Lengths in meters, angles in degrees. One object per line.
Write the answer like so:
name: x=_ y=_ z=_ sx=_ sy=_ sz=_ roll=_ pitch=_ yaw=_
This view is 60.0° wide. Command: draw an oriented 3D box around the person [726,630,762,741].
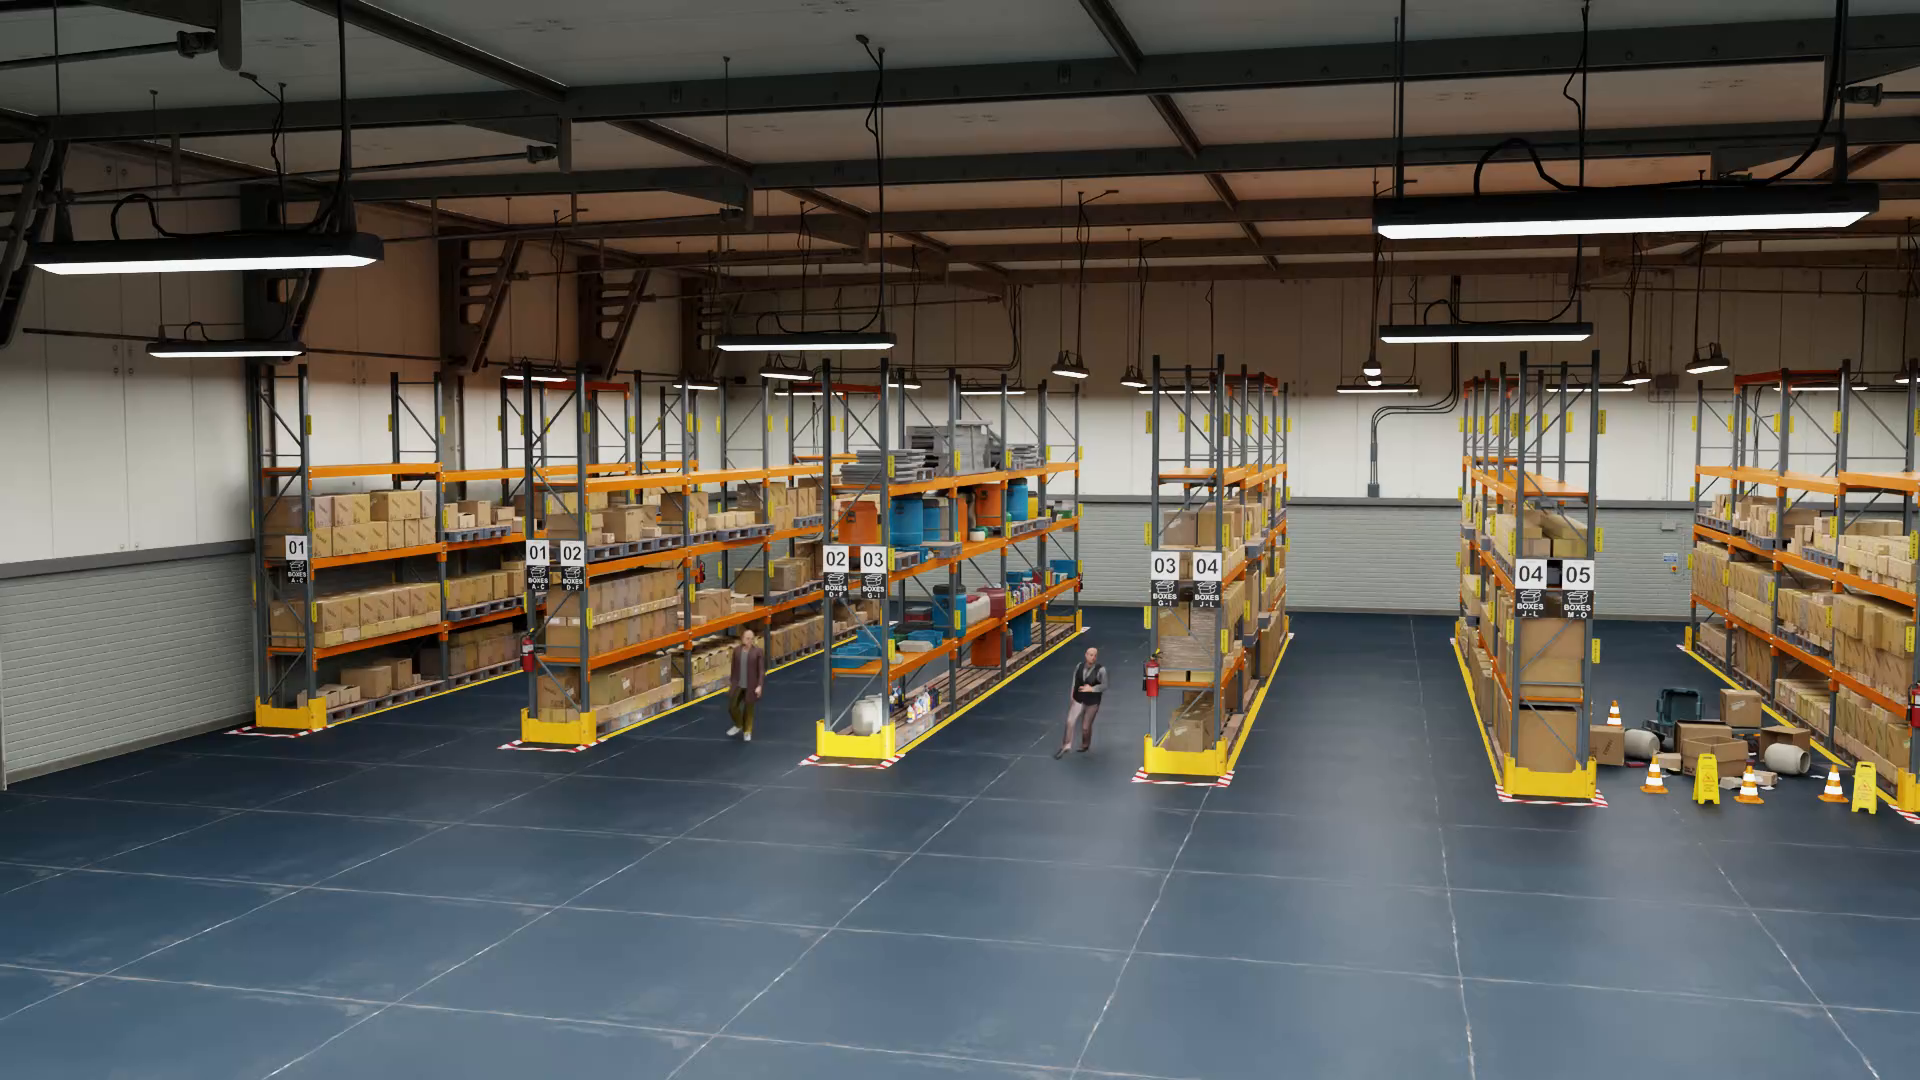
person: x=-3.395 y=2.292 z=26.272 sx=0.660 sy=1.764 sz=0.444 roll=1 pitch=4 yaw=8

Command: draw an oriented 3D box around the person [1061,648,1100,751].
person: x=1.855 y=2.377 z=24.932 sx=0.565 sy=1.573 sz=0.762 roll=1 pitch=4 yaw=20
